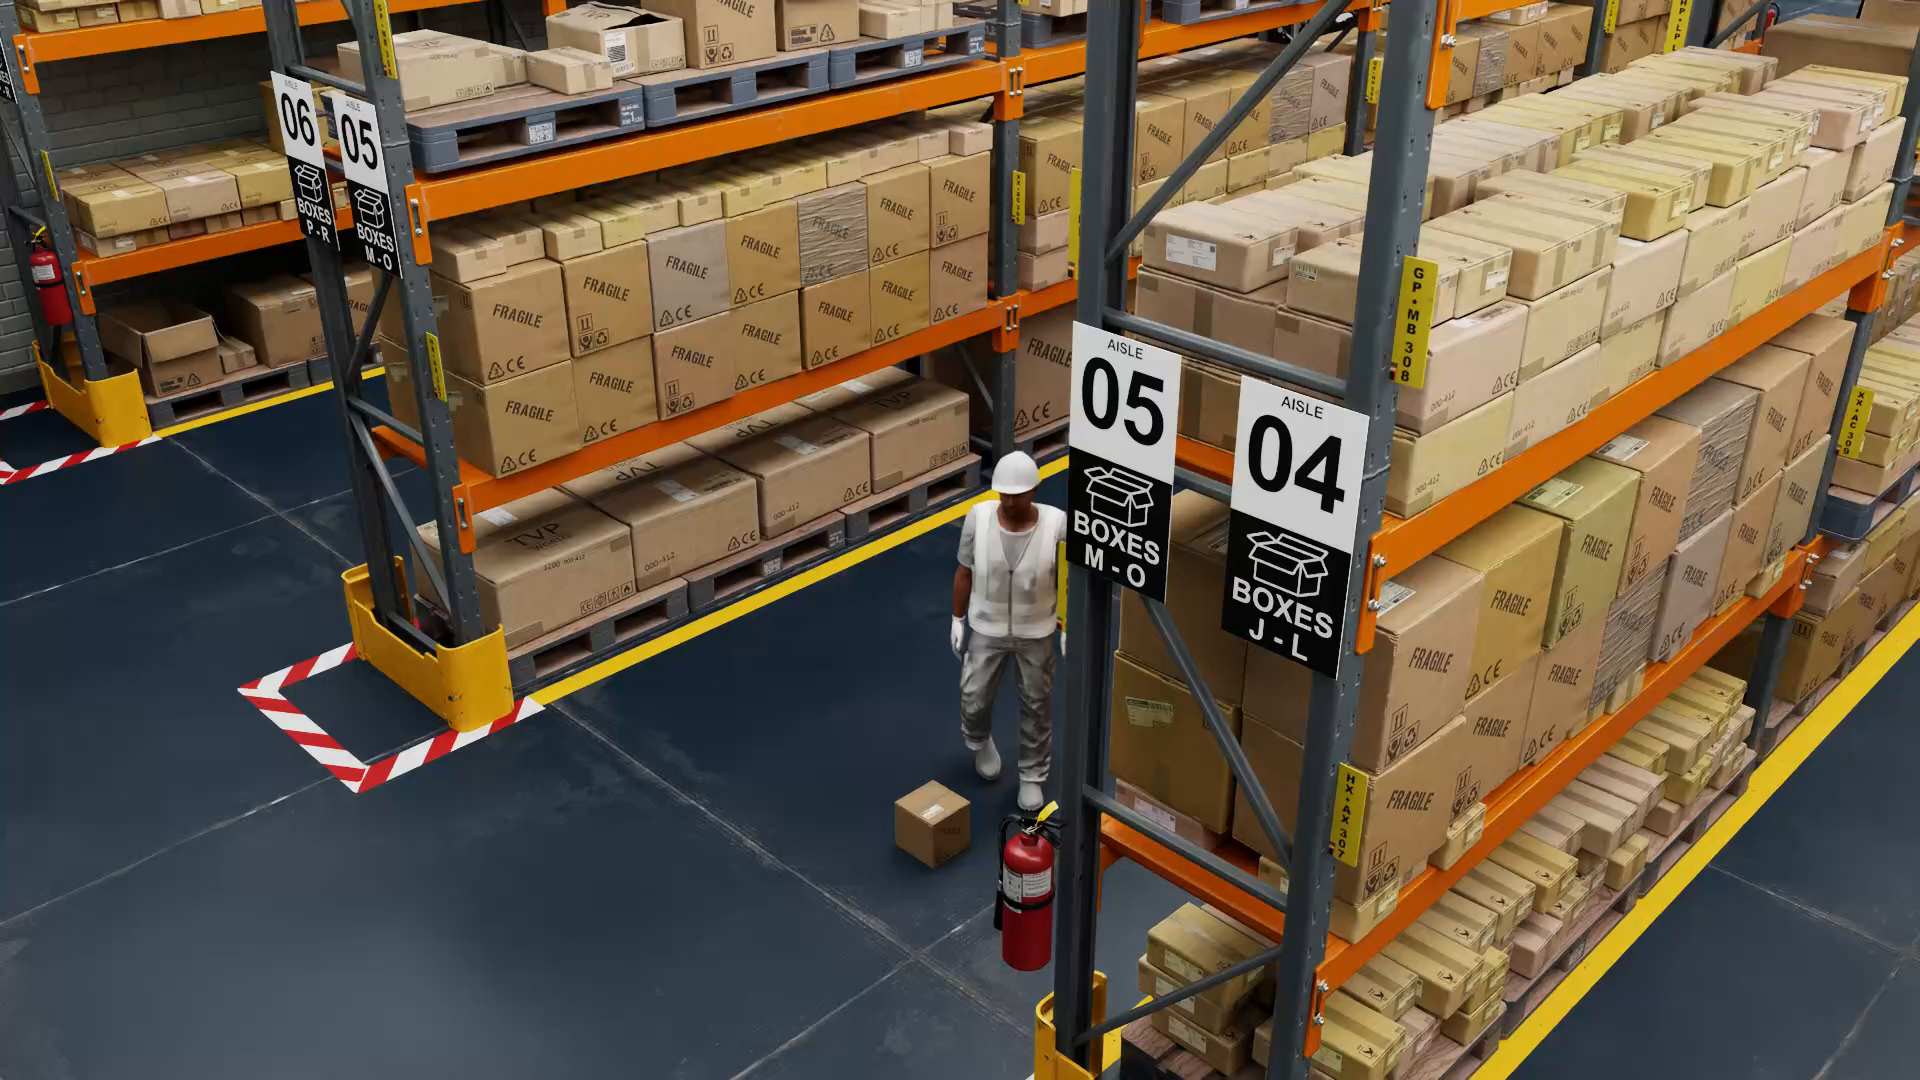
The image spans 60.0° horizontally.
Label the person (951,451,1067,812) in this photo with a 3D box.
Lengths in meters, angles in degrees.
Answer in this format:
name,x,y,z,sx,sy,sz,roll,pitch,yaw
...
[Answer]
name,x,y,z,sx,sy,sz,roll,pitch,yaw
person,0.256,0.414,7.781,0.592,1.791,0.511,3,28,6
